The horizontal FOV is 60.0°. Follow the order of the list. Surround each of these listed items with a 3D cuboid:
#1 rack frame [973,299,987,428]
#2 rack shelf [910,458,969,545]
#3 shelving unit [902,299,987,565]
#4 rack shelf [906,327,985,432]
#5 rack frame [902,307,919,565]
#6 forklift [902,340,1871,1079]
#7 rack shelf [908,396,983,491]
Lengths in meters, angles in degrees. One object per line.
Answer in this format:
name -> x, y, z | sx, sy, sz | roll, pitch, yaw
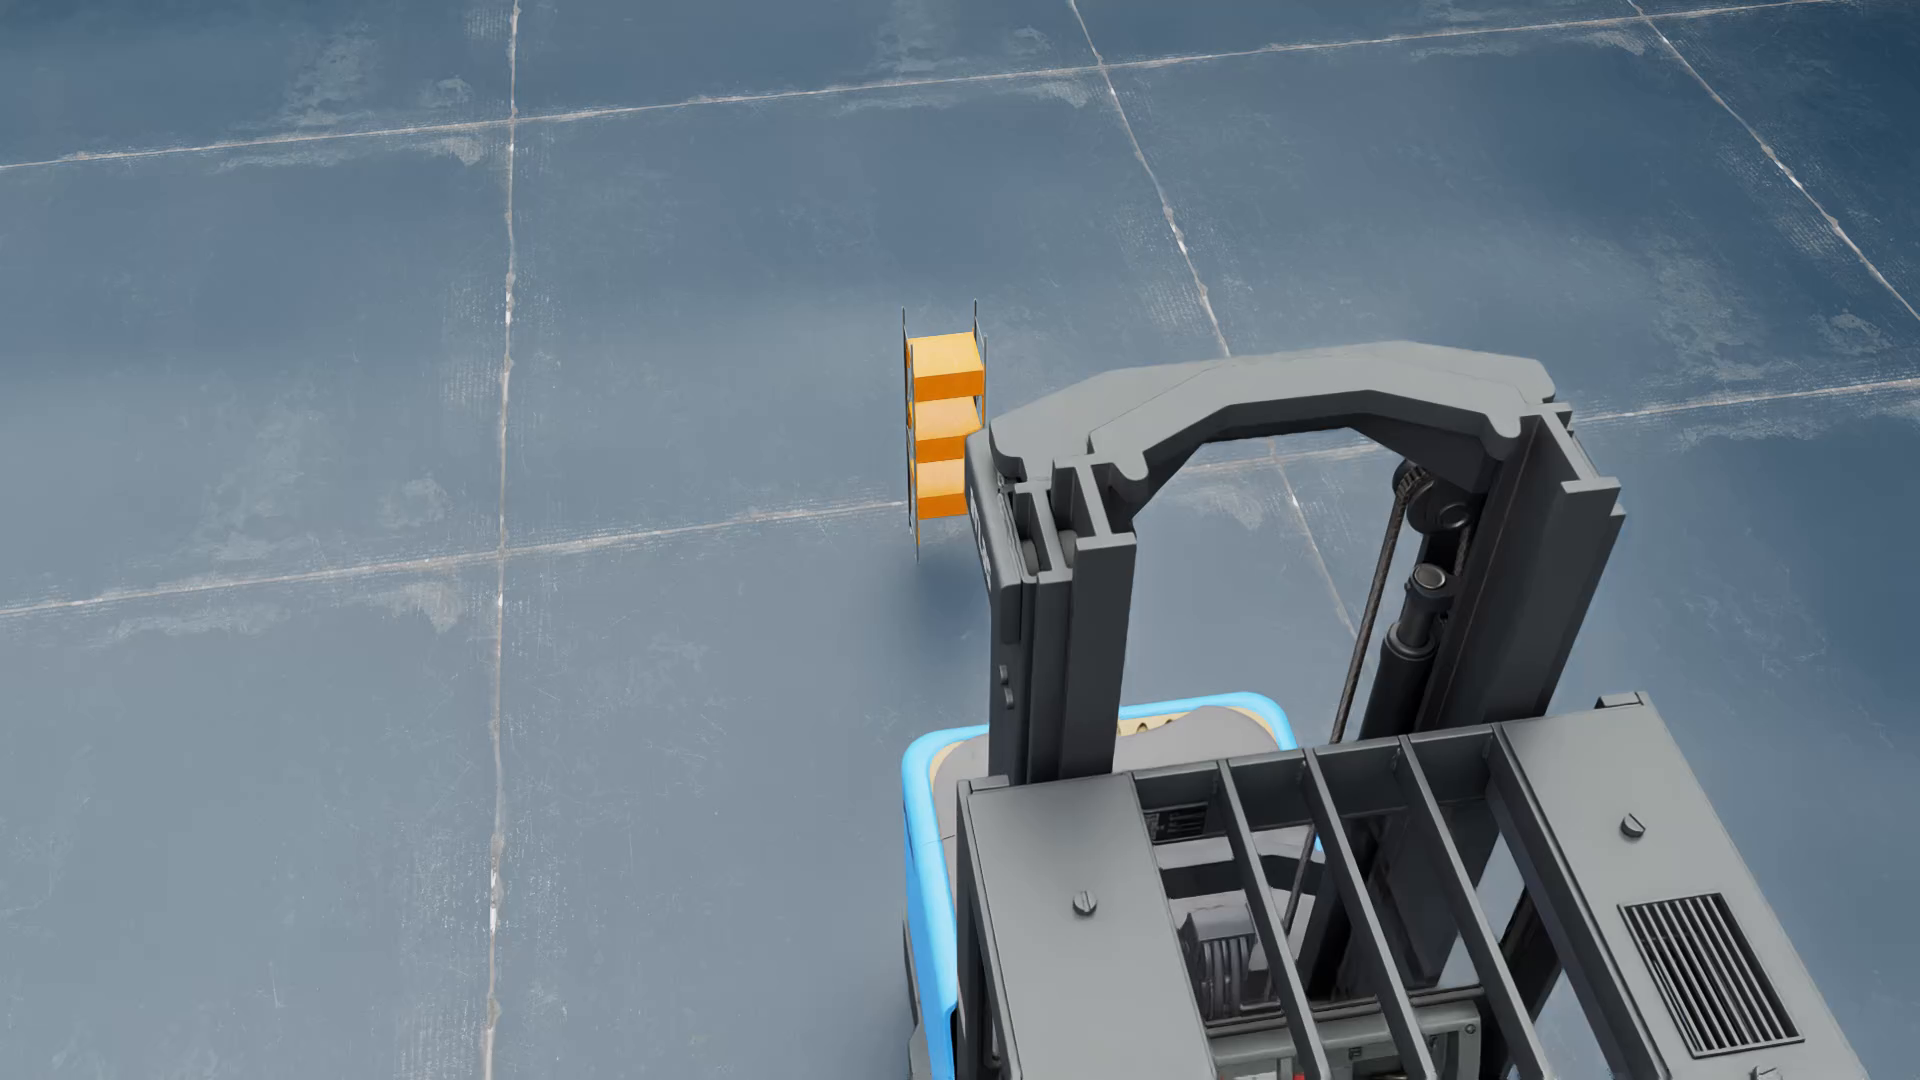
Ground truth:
rack frame -> 0.067, -0.373, 5.880 | 0.008, 1.050, 0.200 | -7, 46, -7
rack shelf -> -0.053, -0.158, 6.073 | 0.240, 0.259, 0.215 | -7, 46, -7
shelving unit -> -0.053, -0.358, 5.866 | 0.252, 1.050, 0.215 | -7, 46, -7
rack shelf -> -0.053, -0.547, 5.669 | 0.240, 0.259, 0.215 | -7, 46, -7
rack frame -> -0.173, -0.343, 5.851 | 0.008, 1.050, 0.200 | -7, 46, -7
forklift -> 0.577, 1.223, 3.036 | 1.130, 2.935, 3.031 | -7, 46, -6
rack shelf -> -0.053, -0.350, 5.873 | 0.240, 0.259, 0.215 | -7, 46, -7
